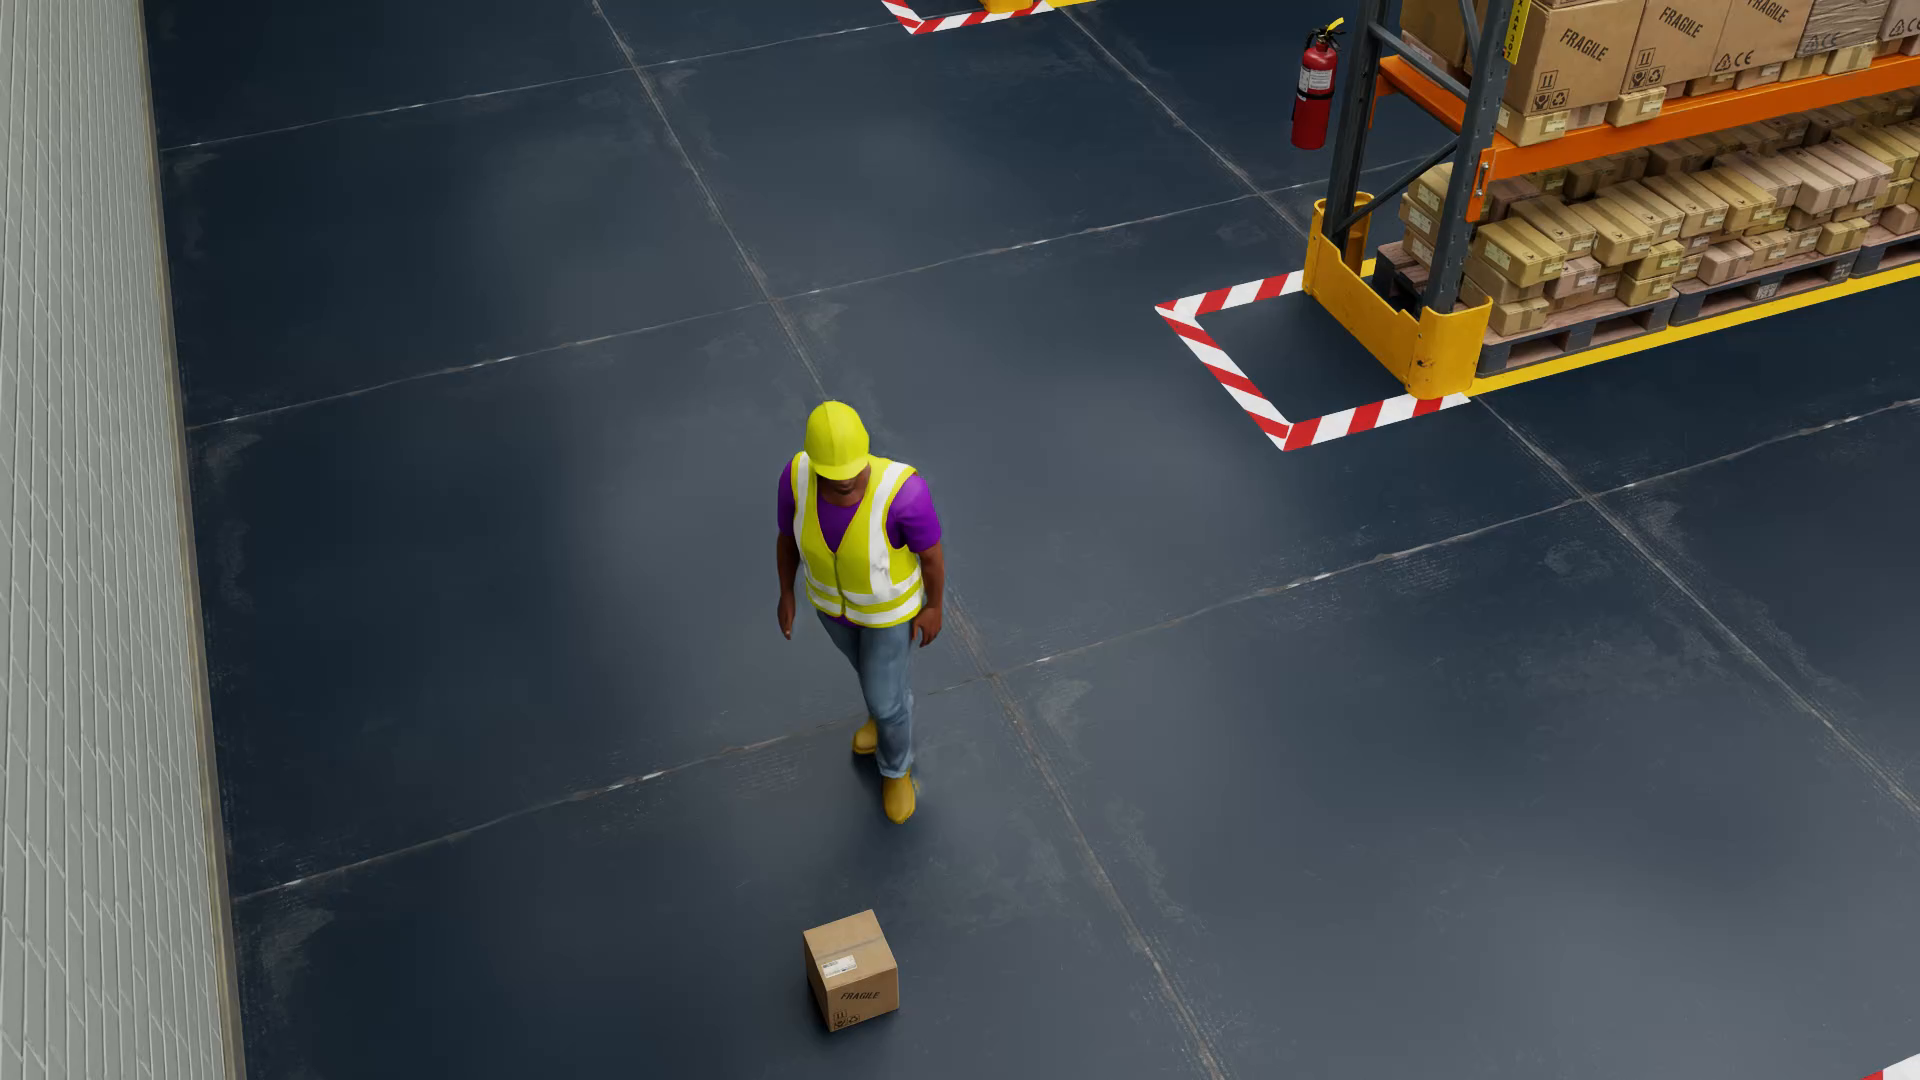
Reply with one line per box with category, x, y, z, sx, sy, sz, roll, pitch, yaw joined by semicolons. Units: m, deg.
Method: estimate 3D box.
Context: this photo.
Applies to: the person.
person;-0.334;0.199;5.926;0.595;1.805;0.537;18;45;20
